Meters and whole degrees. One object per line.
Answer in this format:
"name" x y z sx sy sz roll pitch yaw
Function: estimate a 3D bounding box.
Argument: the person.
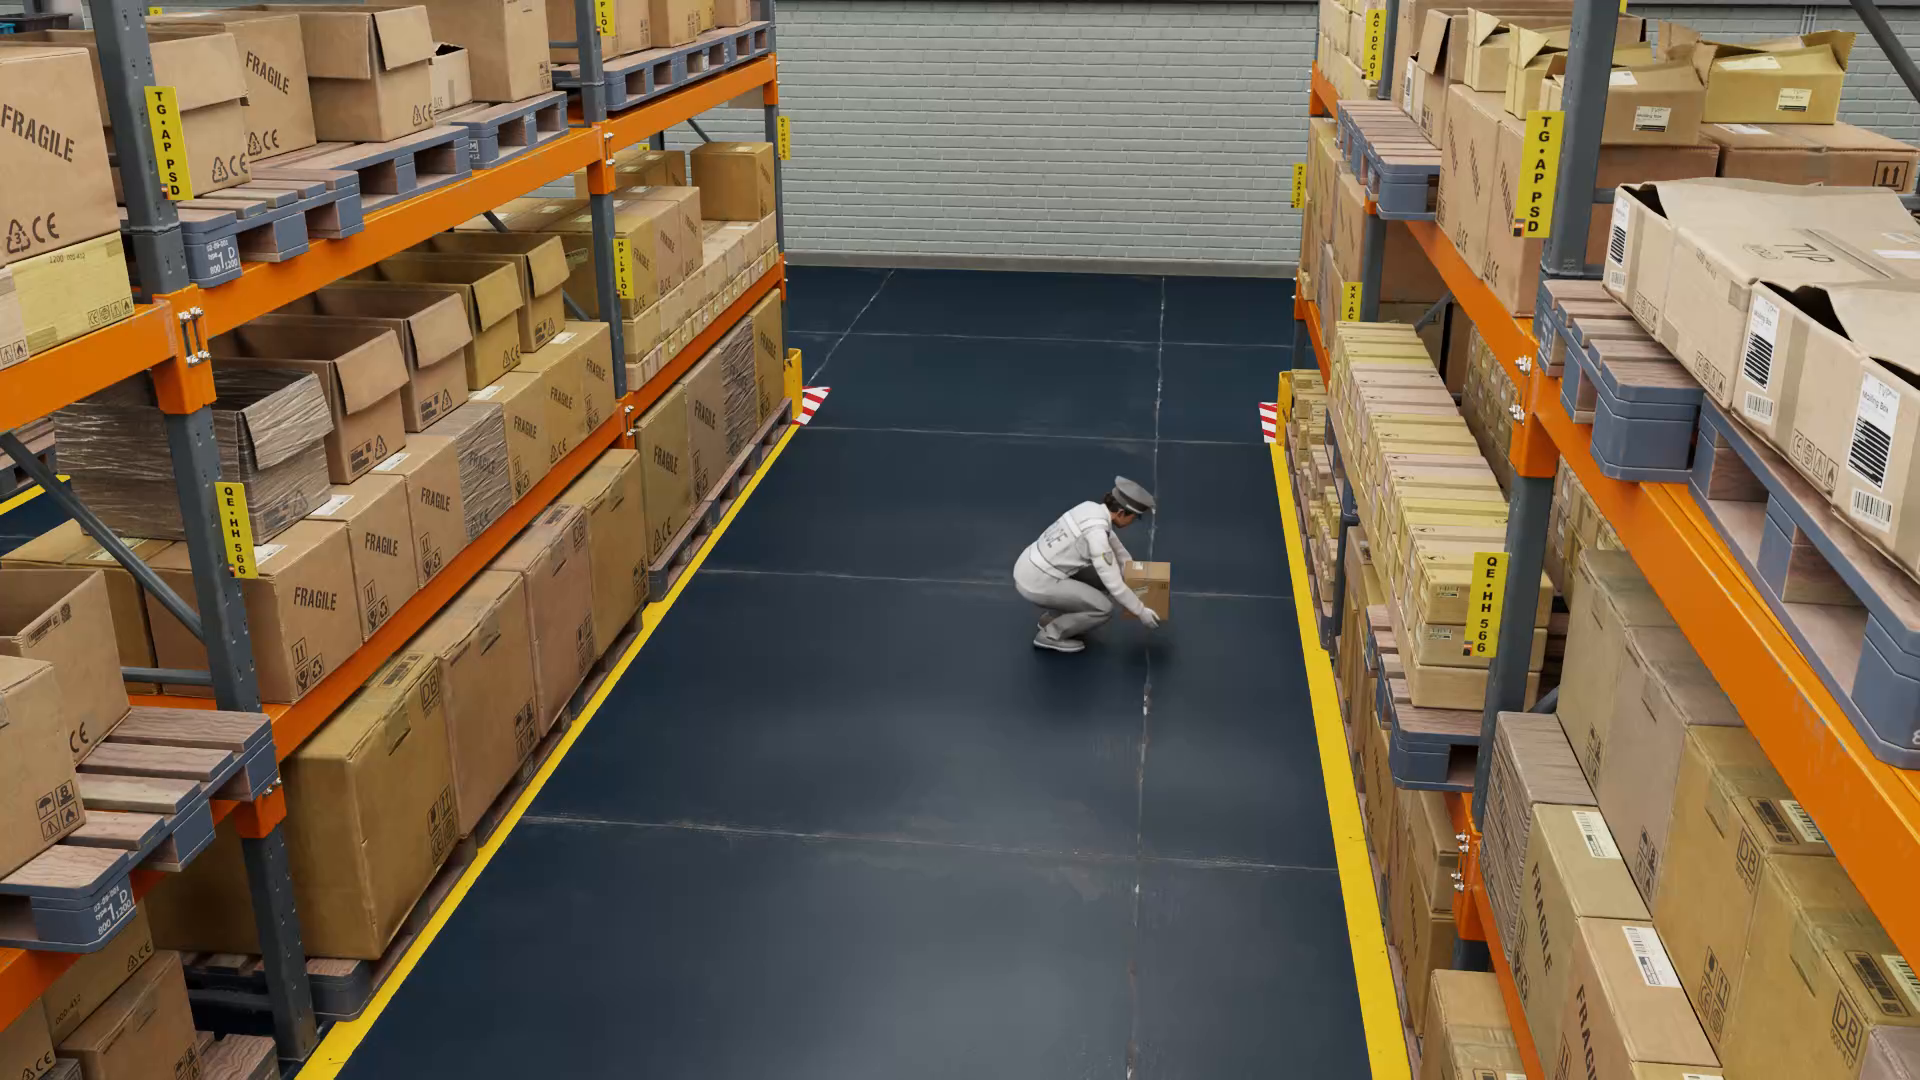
"person" 0.710 0.131 9.232 0.822 0.964 0.503 2 21 6
